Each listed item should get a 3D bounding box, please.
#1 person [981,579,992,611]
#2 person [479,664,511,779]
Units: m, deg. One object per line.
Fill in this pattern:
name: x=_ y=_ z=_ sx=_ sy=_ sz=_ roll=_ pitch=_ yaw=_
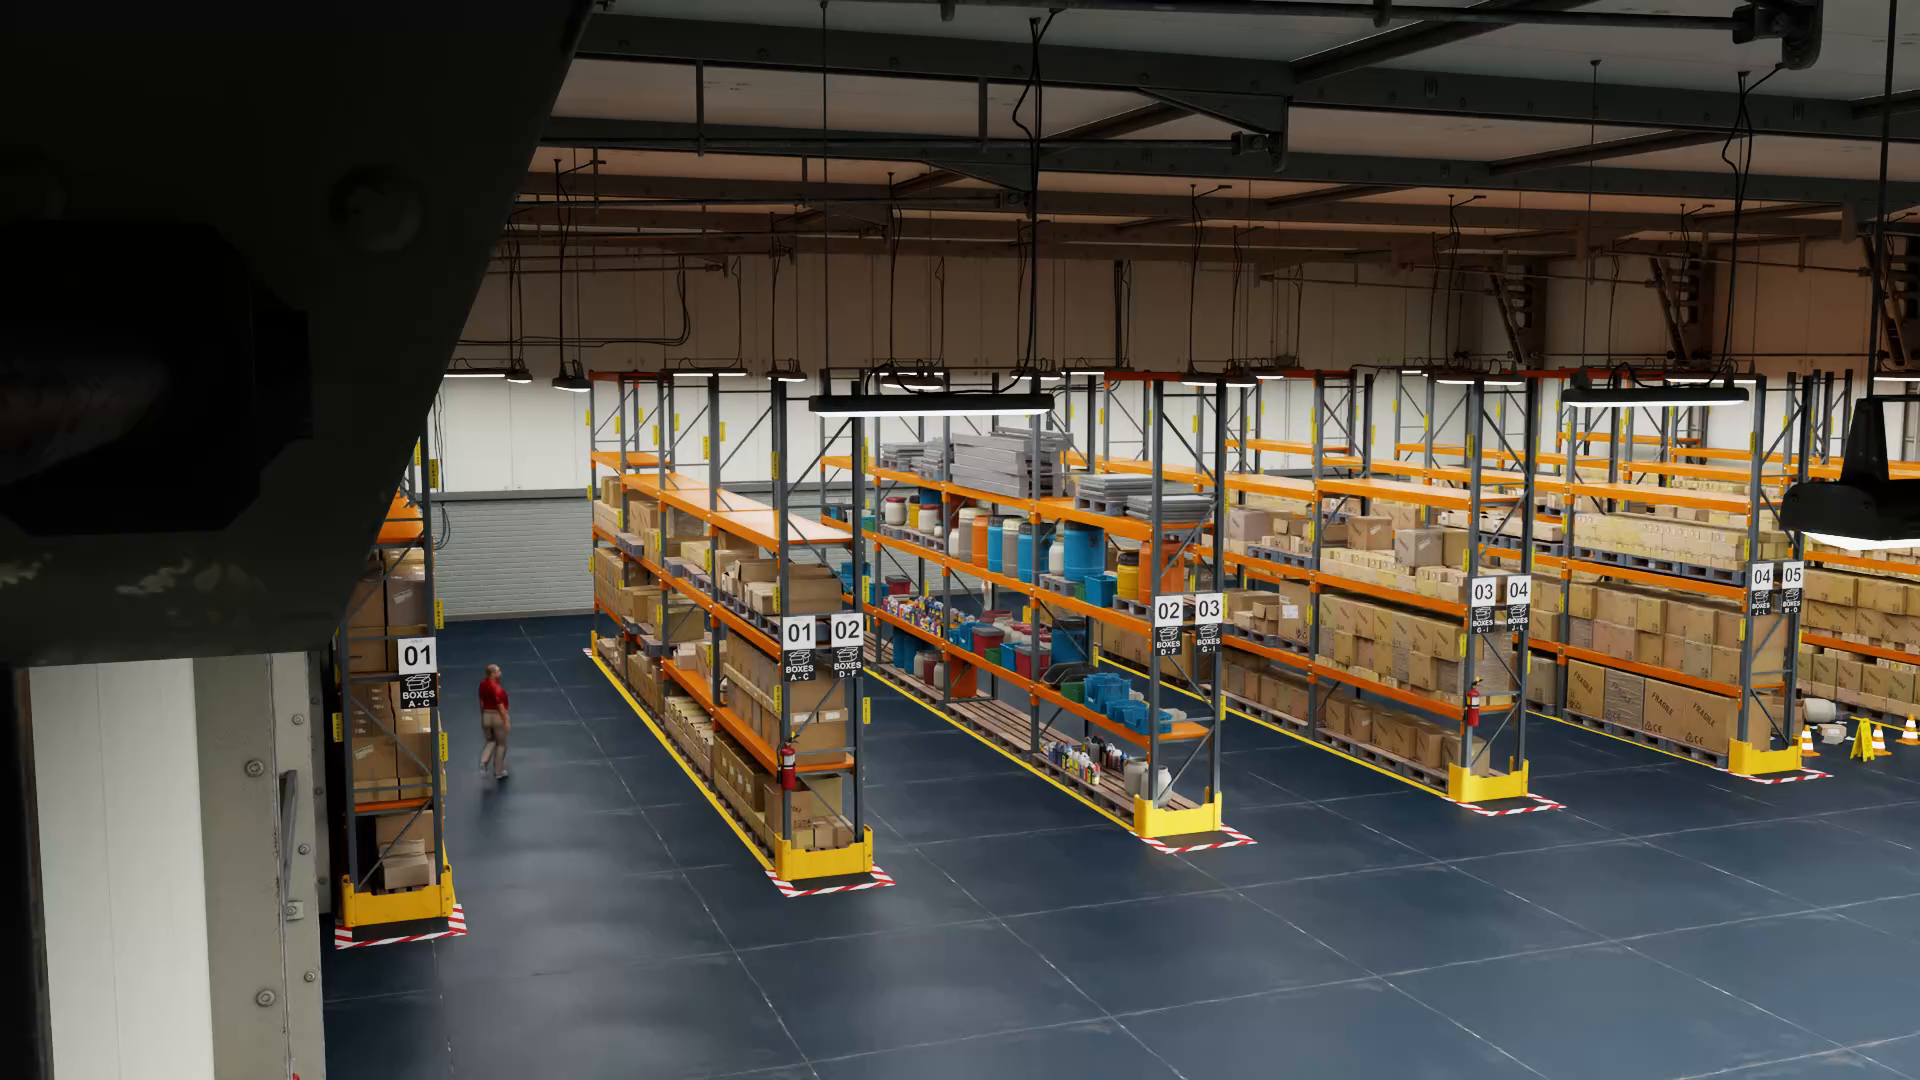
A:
person: x=0.693 y=1.164 z=38.928 sx=0.395 sy=1.672 sz=0.541 roll=1 pitch=6 yaw=10
person: x=-6.952 y=2.708 z=24.771 sx=0.541 sy=1.724 sz=0.501 roll=2 pitch=7 yaw=19
